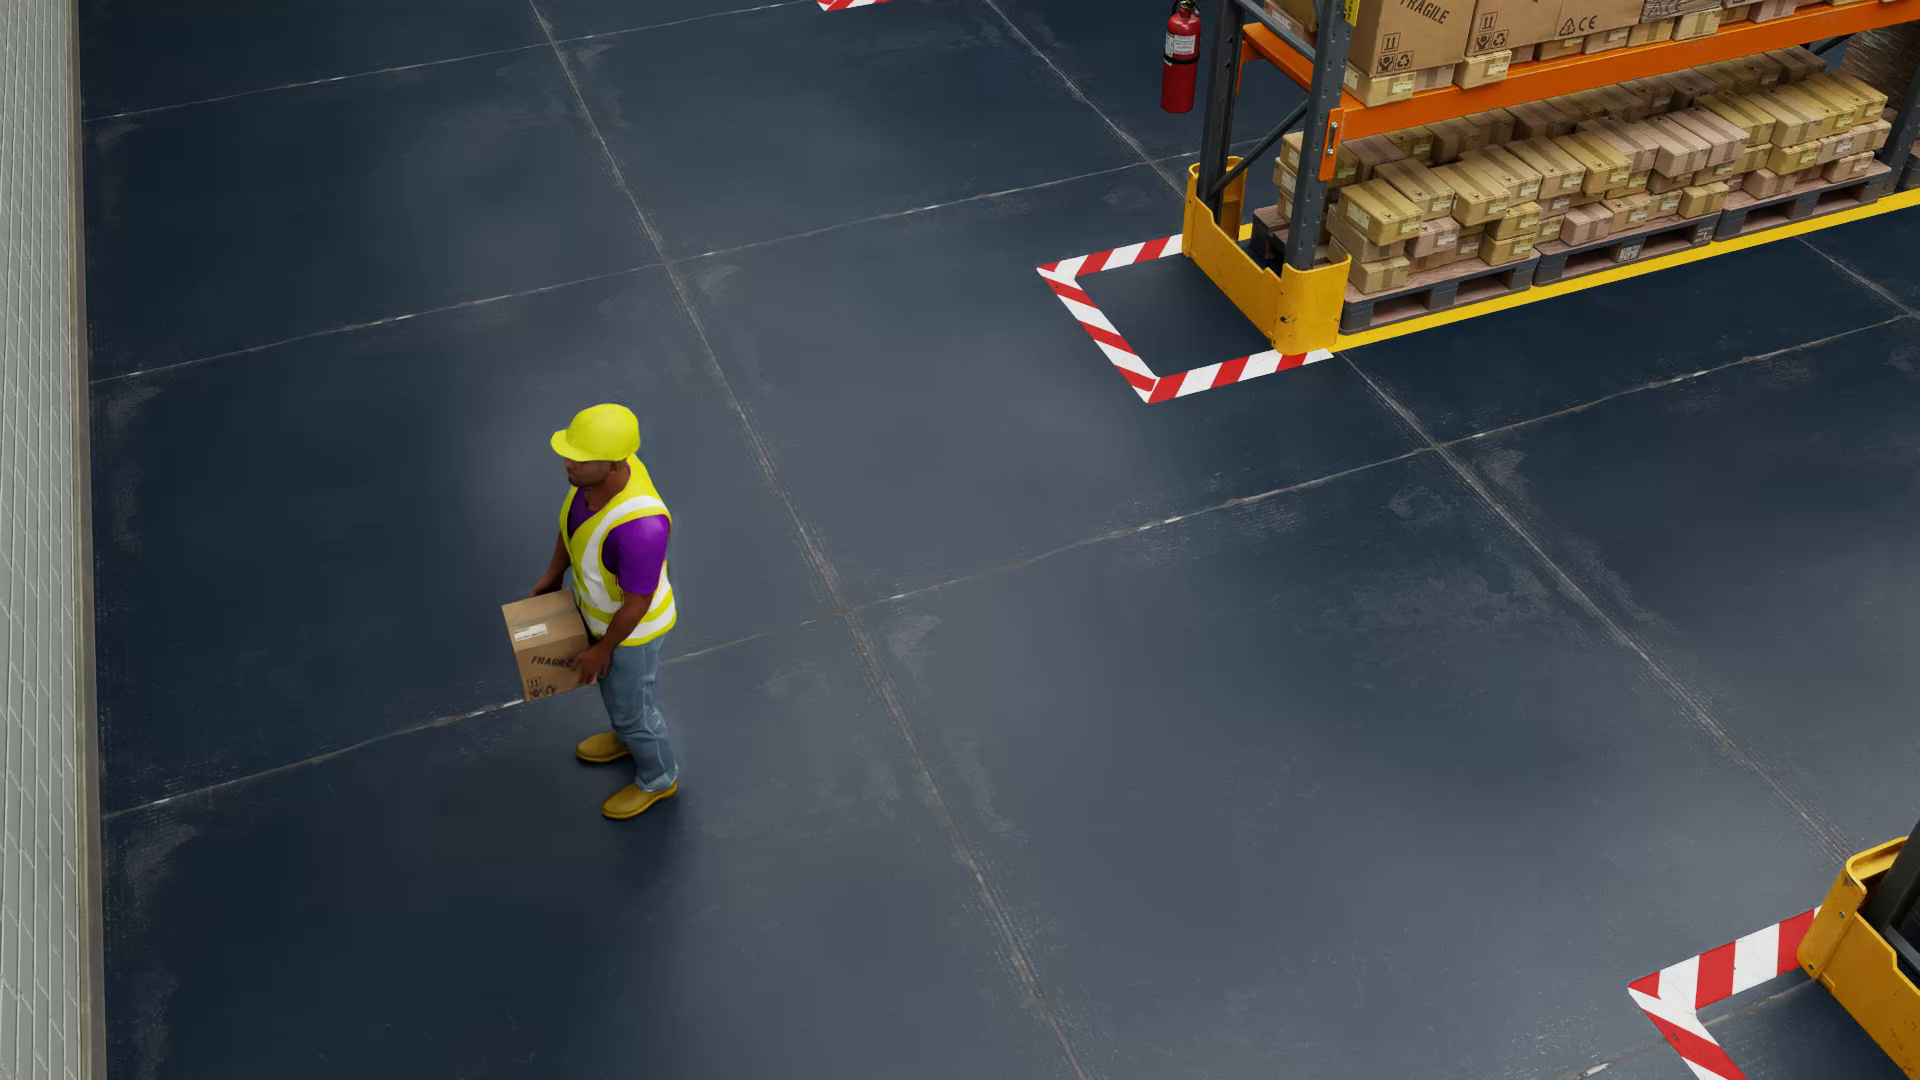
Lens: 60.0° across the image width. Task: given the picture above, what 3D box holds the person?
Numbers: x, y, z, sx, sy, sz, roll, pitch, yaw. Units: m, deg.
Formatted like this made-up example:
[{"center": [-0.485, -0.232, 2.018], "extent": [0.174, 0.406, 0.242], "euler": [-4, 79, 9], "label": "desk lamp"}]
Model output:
[{"center": [-1.234, 0.267, 5.836], "extent": [0.481, 1.771, 0.581], "euler": [-19, 45, -20], "label": "person"}]
